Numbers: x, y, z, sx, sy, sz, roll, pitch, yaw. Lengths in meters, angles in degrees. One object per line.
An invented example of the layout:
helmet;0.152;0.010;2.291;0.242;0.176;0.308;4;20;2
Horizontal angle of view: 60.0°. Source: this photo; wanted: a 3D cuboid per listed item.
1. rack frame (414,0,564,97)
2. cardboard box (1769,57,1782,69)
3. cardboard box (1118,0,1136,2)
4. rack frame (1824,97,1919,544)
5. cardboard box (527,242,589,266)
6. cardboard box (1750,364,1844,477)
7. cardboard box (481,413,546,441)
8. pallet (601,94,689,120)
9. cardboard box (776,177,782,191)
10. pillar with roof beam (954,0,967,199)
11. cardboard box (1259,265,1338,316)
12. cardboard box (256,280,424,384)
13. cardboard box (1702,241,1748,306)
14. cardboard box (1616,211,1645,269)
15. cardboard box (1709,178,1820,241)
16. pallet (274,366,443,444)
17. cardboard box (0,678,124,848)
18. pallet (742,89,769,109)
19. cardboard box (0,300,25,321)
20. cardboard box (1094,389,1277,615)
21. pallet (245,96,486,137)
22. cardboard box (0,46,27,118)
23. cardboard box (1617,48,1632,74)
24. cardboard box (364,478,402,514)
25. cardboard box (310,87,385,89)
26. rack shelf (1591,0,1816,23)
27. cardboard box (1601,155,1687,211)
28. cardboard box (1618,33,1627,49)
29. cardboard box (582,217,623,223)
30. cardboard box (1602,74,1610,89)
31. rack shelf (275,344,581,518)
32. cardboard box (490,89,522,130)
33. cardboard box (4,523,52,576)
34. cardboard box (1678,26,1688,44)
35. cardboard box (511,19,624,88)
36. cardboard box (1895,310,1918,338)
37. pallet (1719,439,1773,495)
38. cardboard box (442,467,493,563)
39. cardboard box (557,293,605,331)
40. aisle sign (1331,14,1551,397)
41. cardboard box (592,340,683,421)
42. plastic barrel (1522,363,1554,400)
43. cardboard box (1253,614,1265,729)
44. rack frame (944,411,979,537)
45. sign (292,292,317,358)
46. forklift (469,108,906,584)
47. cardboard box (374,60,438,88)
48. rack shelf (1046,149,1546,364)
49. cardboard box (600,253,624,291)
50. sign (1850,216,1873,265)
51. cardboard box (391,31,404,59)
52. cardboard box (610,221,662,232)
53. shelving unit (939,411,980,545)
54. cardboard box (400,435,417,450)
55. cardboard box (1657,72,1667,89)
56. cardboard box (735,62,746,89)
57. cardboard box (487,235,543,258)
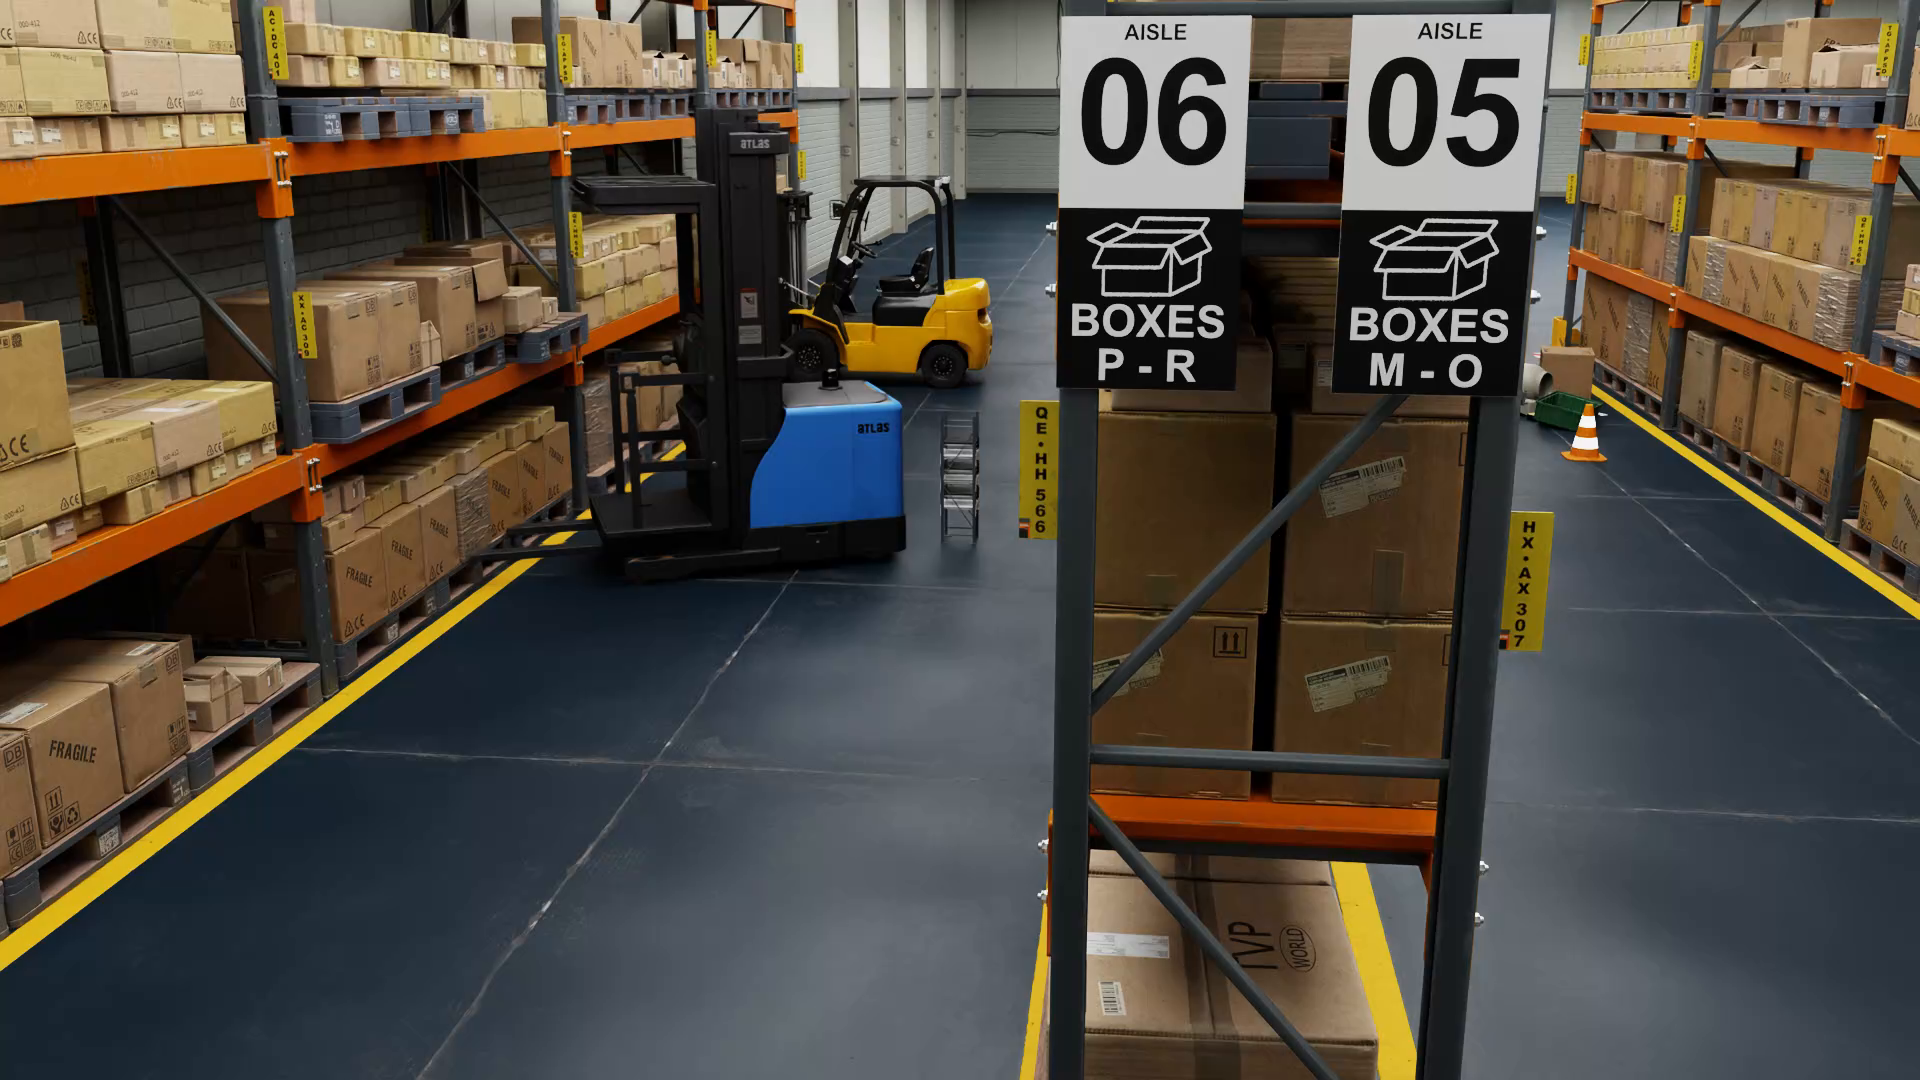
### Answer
rack frame;-3.305;-4.583;11.372;1.000;3.000;0.127;2;15;6
cardboard box;7.088;-3.898;13.878;0.500;0.250;0.500;2;15;7
cardboard box;0.901;-2.105;6.767;0.500;0.500;0.500;2;15;7
rack frame;6.558;-1.422;11.176;1.000;3.000;0.127;2;15;6
cardboard box;-2.976;-2.123;12.331;0.380;0.149;0.250;2;15;8
cardboard box;6.811;-0.921;12.828;1.050;0.750;0.750;2;15;7
cardboard box;-3.109;-0.789;11.575;0.380;0.149;0.250;1;15;3
pallet;-2.940;-3.851;14.778;0.805;0.209;1.217;1;15;4
cardboard box;-2.232;-4.034;18.831;0.380;0.149;0.250;2;15;8
pillar with roof beam;4.287;-14.158;46.782;9.100;9.000;0.400;2;15;6
cardboard box;1.238;-0.865;5.766;0.380;0.149;0.250;2;15;6
cardboard box;-3.421;-1.154;9.187;0.700;0.500;0.500;2;15;7
cardboard box;6.626;-2.249;14.040;0.500;0.500;0.500;2;15;7
cardboard box;7.216;-3.049;16.902;0.875;0.550;0.500;2;15;6
cardboard box;6.959;-2.862;14.392;0.700;0.500;0.500;1;15;5
pallet;-3.557;-0.761;9.098;1.003;0.211;1.213;2;15;6
cardboard box;-3.750;0.881;6.641;0.500;0.500;0.500;2;15;7
pallet;-2.643;-4.667;17.600;1.003;0.211;1.213;2;15;6
cardboard box;-4.188;-0.705;6.802;0.500;0.500;0.500;1;15;5
cardboard box;0.543;-0.130;4.289;0.500;0.500;0.500;2;15;8
pallet;-3.499;-2.443;9.564;1.213;0.211;1.003;2;15;6
cardboard box;-3.743;-1.638;5.945;0.500;0.250;0.500;1;15;5
cardboard box;7.039;-4.887;16.964;0.500;0.250;0.500;2;15;6
cardboard box;-3.462;-0.257;9.606;0.380;0.149;0.250;1;15;5
cardboard box;-3.756;-2.838;10.190;0.380;0.149;0.250;1;15;5
rack shelf;7.235;-5.334;16.294;1.077;0.370;4.000;2;15;6
cardboard box;7.211;-3.709;17.277;0.875;0.550;0.550;2;15;6
cardboard box;6.991;-5.119;17.058;0.380;0.149;0.250;1;15;5
cardboard box;-3.226;-2.802;14.842;0.380;0.149;0.250;2;15;6
cardboard box;7.046;-4.864;17.644;0.380;0.149;0.250;2;15;6
rack shelf;-3.530;-0.821;10.331;1.077;0.370;4.000;2;15;6
cardboard box;-3.177;-2.792;10.782;0.500;0.250;0.500;2;15;6
cardboard box;-3.693;0.030;6.285;0.380;0.149;0.250;2;15;8
cardboard box;6.762;-4.592;15.110;0.380;0.149;0.250;2;15;6
cardboard box;-3.023;-3.749;12.846;0.700;0.500;0.500;1;15;5
cardboard box;6.307;-1.394;10.746;0.380;0.149;0.250;1;15;5
pallet;6.862;-0.594;13.455;1.003;0.211;1.213;2;15;6
cardboard box;-3.302;-0.167;10.516;0.500;0.500;0.500;1;15;4
cardboard box;-3.012;-1.723;12.574;0.500;0.250;0.500;2;15;6
aisle sign;1.005;-0.695;3.505;0.394;0.787;0.004;2;15;6
cardboard box;-2.996;-1.444;15.002;0.875;0.625;0.625;2;15;6
plastic barrel;5.613;-1.556;16.604;0.421;0.421;0.512;-14;20;-42
cardboard box;1.094;0.237;4.849;0.500;0.500;0.500;1;15;5
rack frame;0.011;-0.459;11.634;0.240;0.900;0.006;2;15;6
sign;-3.216;-1.054;8.154;0.100;0.325;0.005;2;15;6
forklift;-1.939;-1.285;10.800;3.031;2.935;1.130;-5;16;-17
cardboard box;-3.177;-2.624;9.358;0.380;0.149;0.250;2;15;8
rack shelf;0.951;-1.087;5.565;1.077;0.370;4.000;2;15;6
cardboard box;-2.954;-2.094;12.988;0.500;0.250;0.500;2;15;8
sign;6.006;-1.997;11.082;0.100;0.325;0.005;2;15;6
cardboard box;-3.283;-2.707;9.095;0.380;0.149;0.250;2;15;7
cardboard box;-2.786;-2.659;14.313;0.380;0.149;0.250;2;15;7
shelving unit;-0.001;-0.432;11.537;0.258;0.900;0.210;2;15;6
cardboard box;-3.782;-0.598;10.870;0.380;0.149;0.250;1;15;5
cardboard box;6.817;-4.340;15.705;0.380;0.149;0.250;2;15;6
cardboard box;-2.384;-4.735;16.940;0.396;0.266;0.258;1;15;5
cardboard box;-3.461;-2.275;12.896;0.380;0.149;0.250;2;15;6
